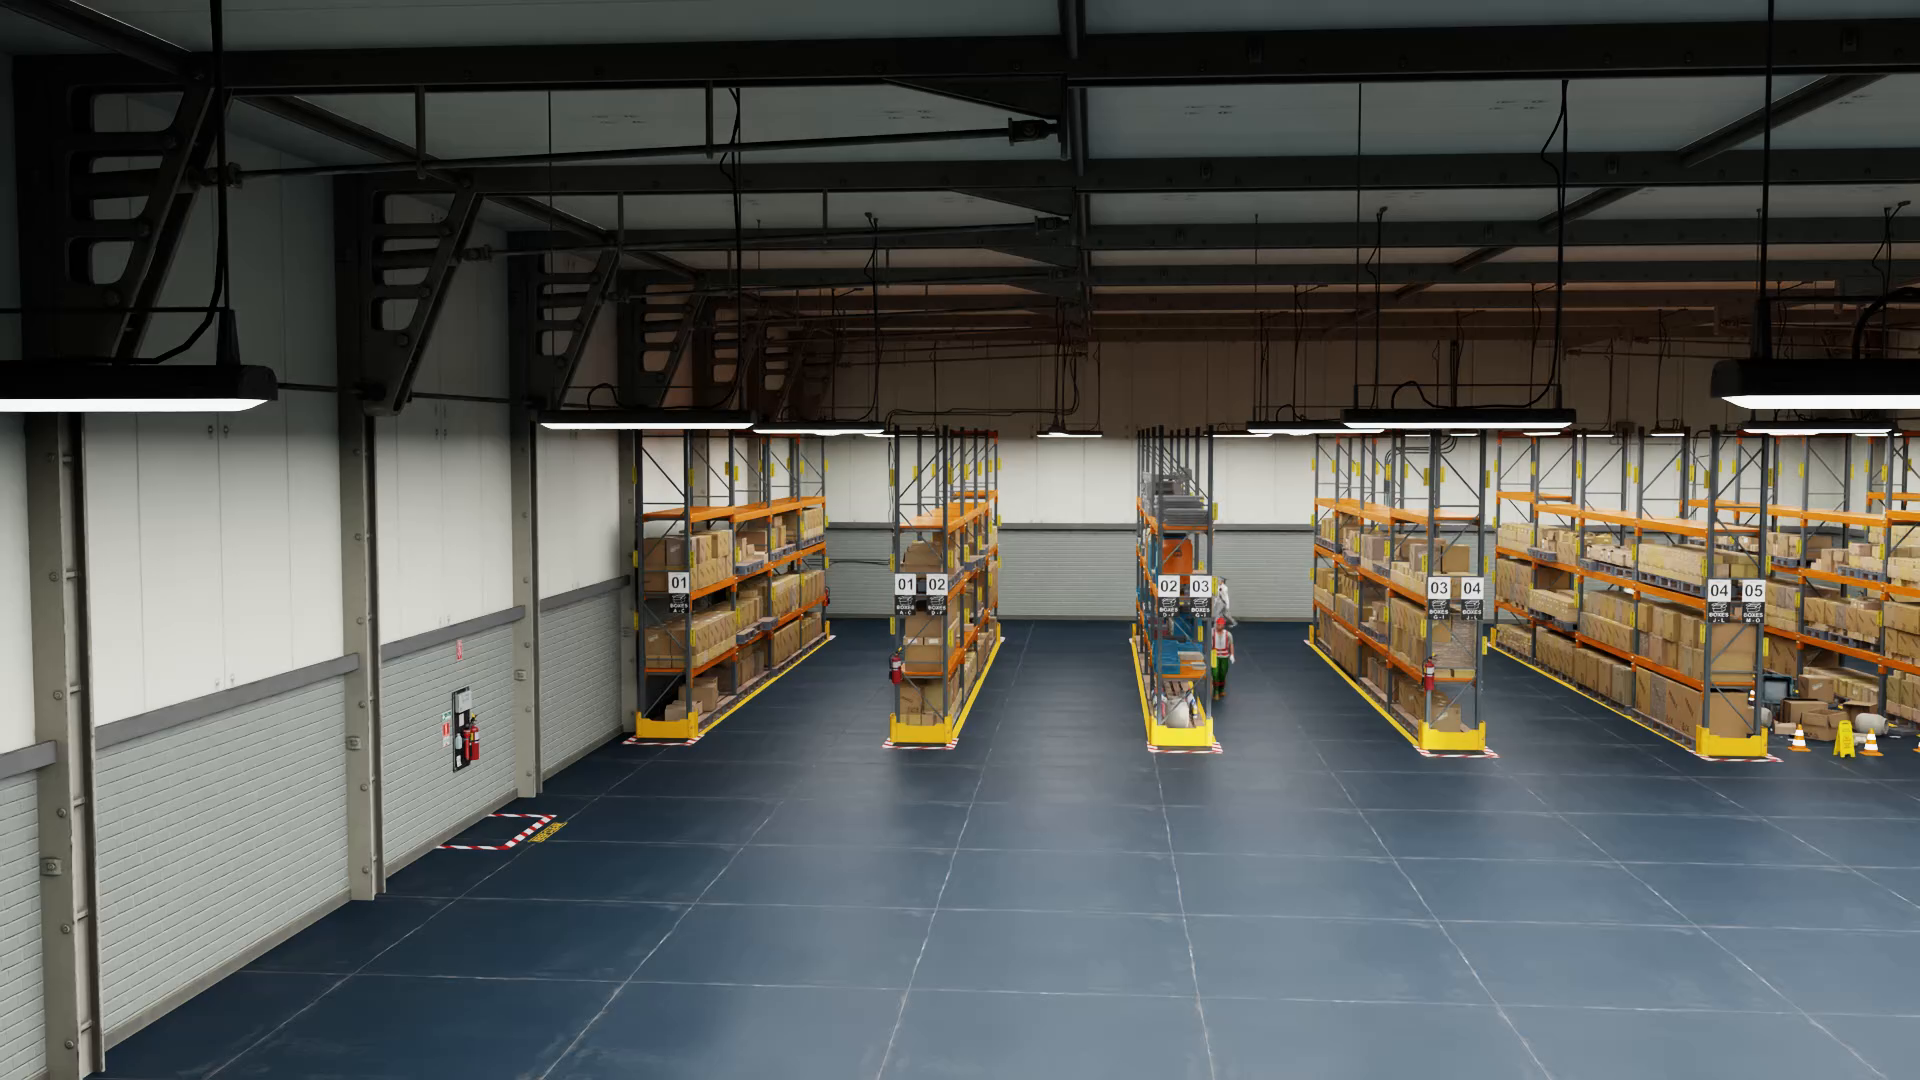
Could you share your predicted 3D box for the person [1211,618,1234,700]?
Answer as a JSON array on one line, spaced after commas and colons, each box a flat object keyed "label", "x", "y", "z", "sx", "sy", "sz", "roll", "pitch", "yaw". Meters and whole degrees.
[{"label": "person", "x": 5.776, "y": 2.628, "z": 36.874, "sx": 0.594, "sy": 1.824, "sz": 0.612, "roll": 0, "pitch": 3, "yaw": 4}]

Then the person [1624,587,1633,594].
[{"label": "person", "x": 19.349, "y": 1.944, "z": 48.110, "sx": 0.693, "sy": 1.755, "sz": 0.585, "roll": 0, "pitch": 3, "yaw": 2}]

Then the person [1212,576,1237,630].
[{"label": "person", "x": 7.889, "y": 1.892, "z": 49.930, "sx": 0.968, "sy": 1.637, "sz": 0.479, "roll": -1, "pitch": 4, "yaw": -13}]
